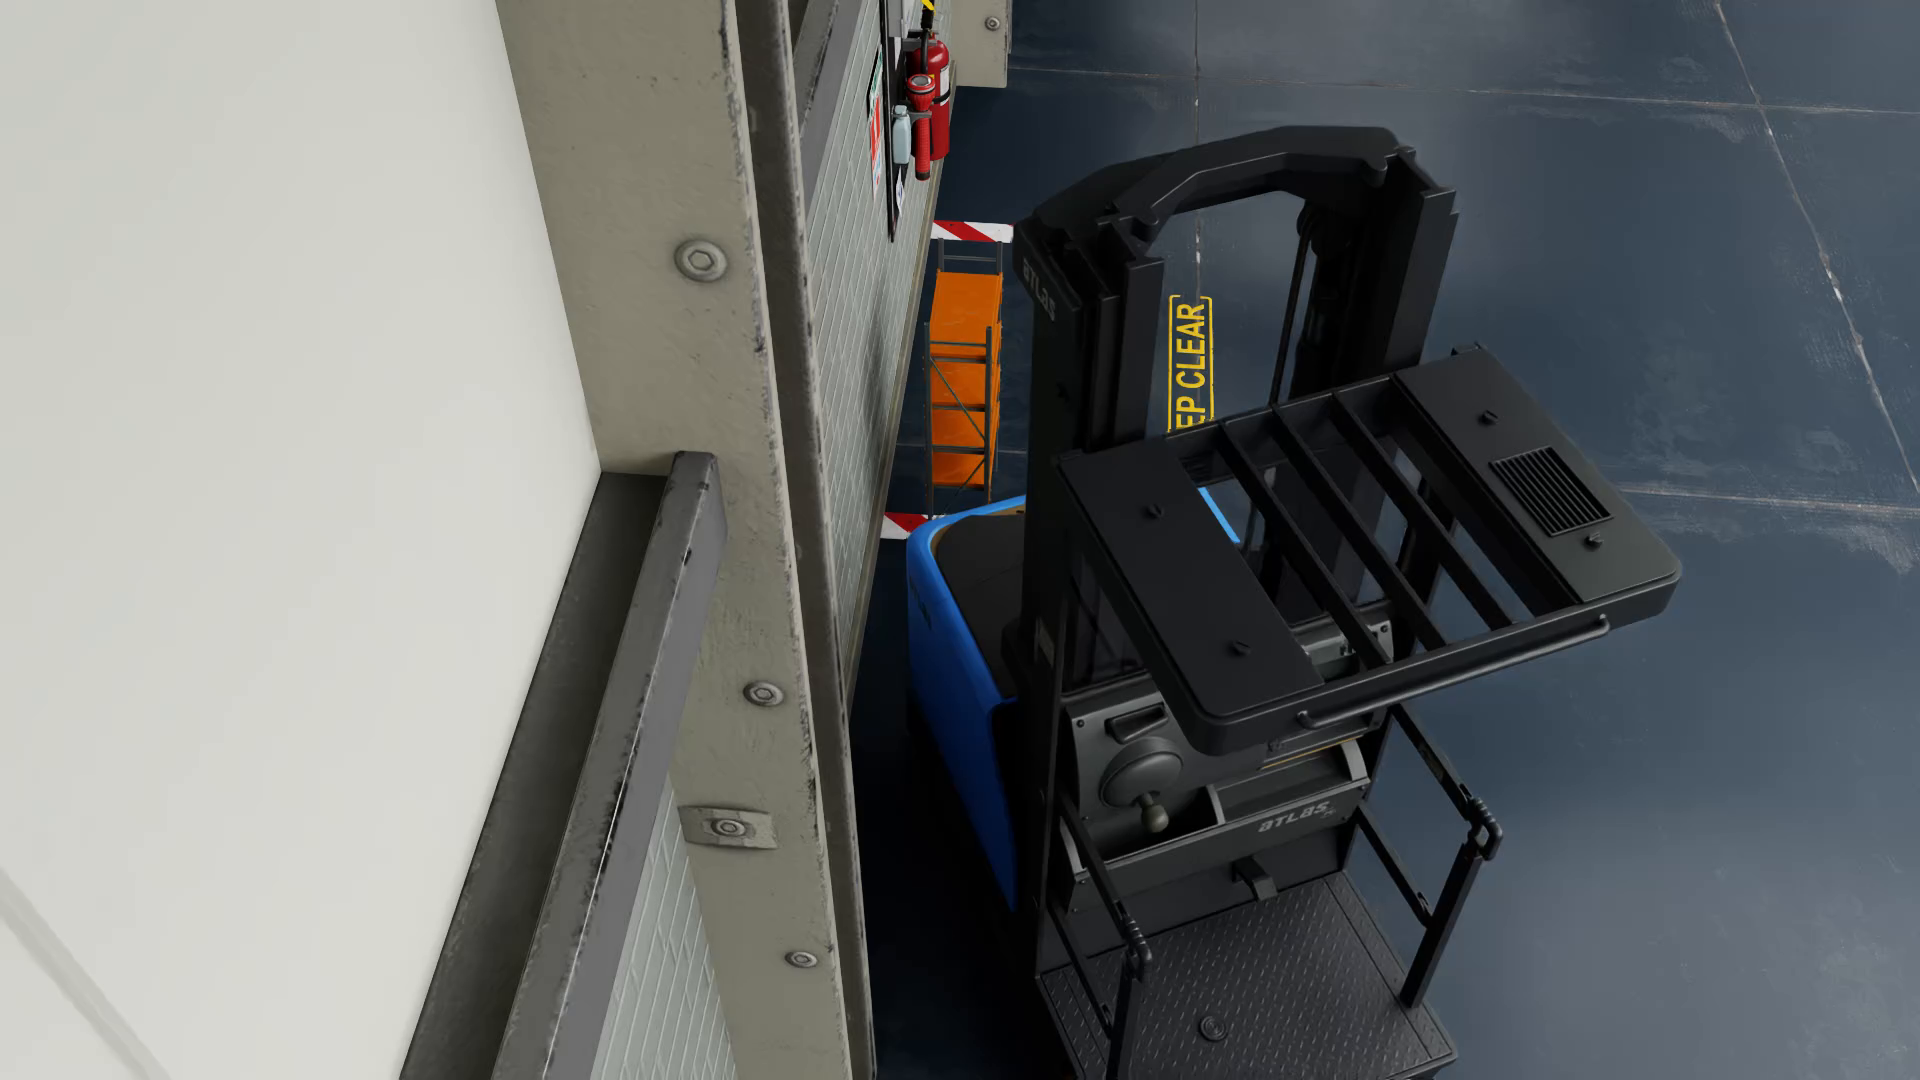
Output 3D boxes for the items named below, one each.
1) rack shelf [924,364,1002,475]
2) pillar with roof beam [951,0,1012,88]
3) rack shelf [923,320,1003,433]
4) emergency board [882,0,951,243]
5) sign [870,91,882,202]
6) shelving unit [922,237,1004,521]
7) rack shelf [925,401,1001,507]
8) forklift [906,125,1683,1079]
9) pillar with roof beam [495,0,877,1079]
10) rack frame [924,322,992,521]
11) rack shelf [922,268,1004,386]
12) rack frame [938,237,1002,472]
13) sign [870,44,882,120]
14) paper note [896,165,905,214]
[{"bbox_3d":[0.015,-0.481,6.494,0.258,0.148,0.480,4,48,4],"label":"rack shelf"},{"bbox_3d":[4.401,-5.357,5.577,9.100,9.000,0.400,4,48,4],"label":"pillar with roof beam"},{"bbox_3d":[0.015,-0.632,6.329,0.258,0.148,0.480,4,48,4],"label":"rack shelf"},{"bbox_3d":[-0.150,-1.808,6.397,0.194,1.169,0.643,4,48,4],"label":"emergency board"},{"bbox_3d":[-0.303,-1.421,6.019,0.001,0.329,0.234,4,48,4],"label":"sign"},{"bbox_3d":[0.015,-0.527,6.444,0.258,1.200,0.503,4,48,4],"label":"shelving unit"},{"bbox_3d":[0.015,-0.347,6.641,0.258,0.148,0.480,4,48,4],"label":"rack shelf"},{"bbox_3d":[0.803,0.585,4.255,1.130,2.935,3.031,-16,49,-14],"label":"forklift"},{"bbox_3d":[3.854,-0.948,1.545,9.100,9.000,0.400,4,48,4],"label":"pillar with roof beam"},{"bbox_3d":[-0.007,-0.347,6.280,0.240,1.200,0.015,4,48,4],"label":"rack frame"},{"bbox_3d":[0.015,-0.792,6.154,0.258,0.148,0.480,4,48,4],"label":"rack shelf"},{"bbox_3d":[0.037,-0.706,6.608,0.240,1.200,0.015,4,48,4],"label":"rack frame"},{"bbox_3d":[-0.294,-1.603,5.826,0.001,0.109,0.331,4,48,4],"label":"sign"},{"bbox_3d":[-0.235,-1.386,6.607,0.016,0.148,0.142,4,48,4],"label":"paper note"}]
